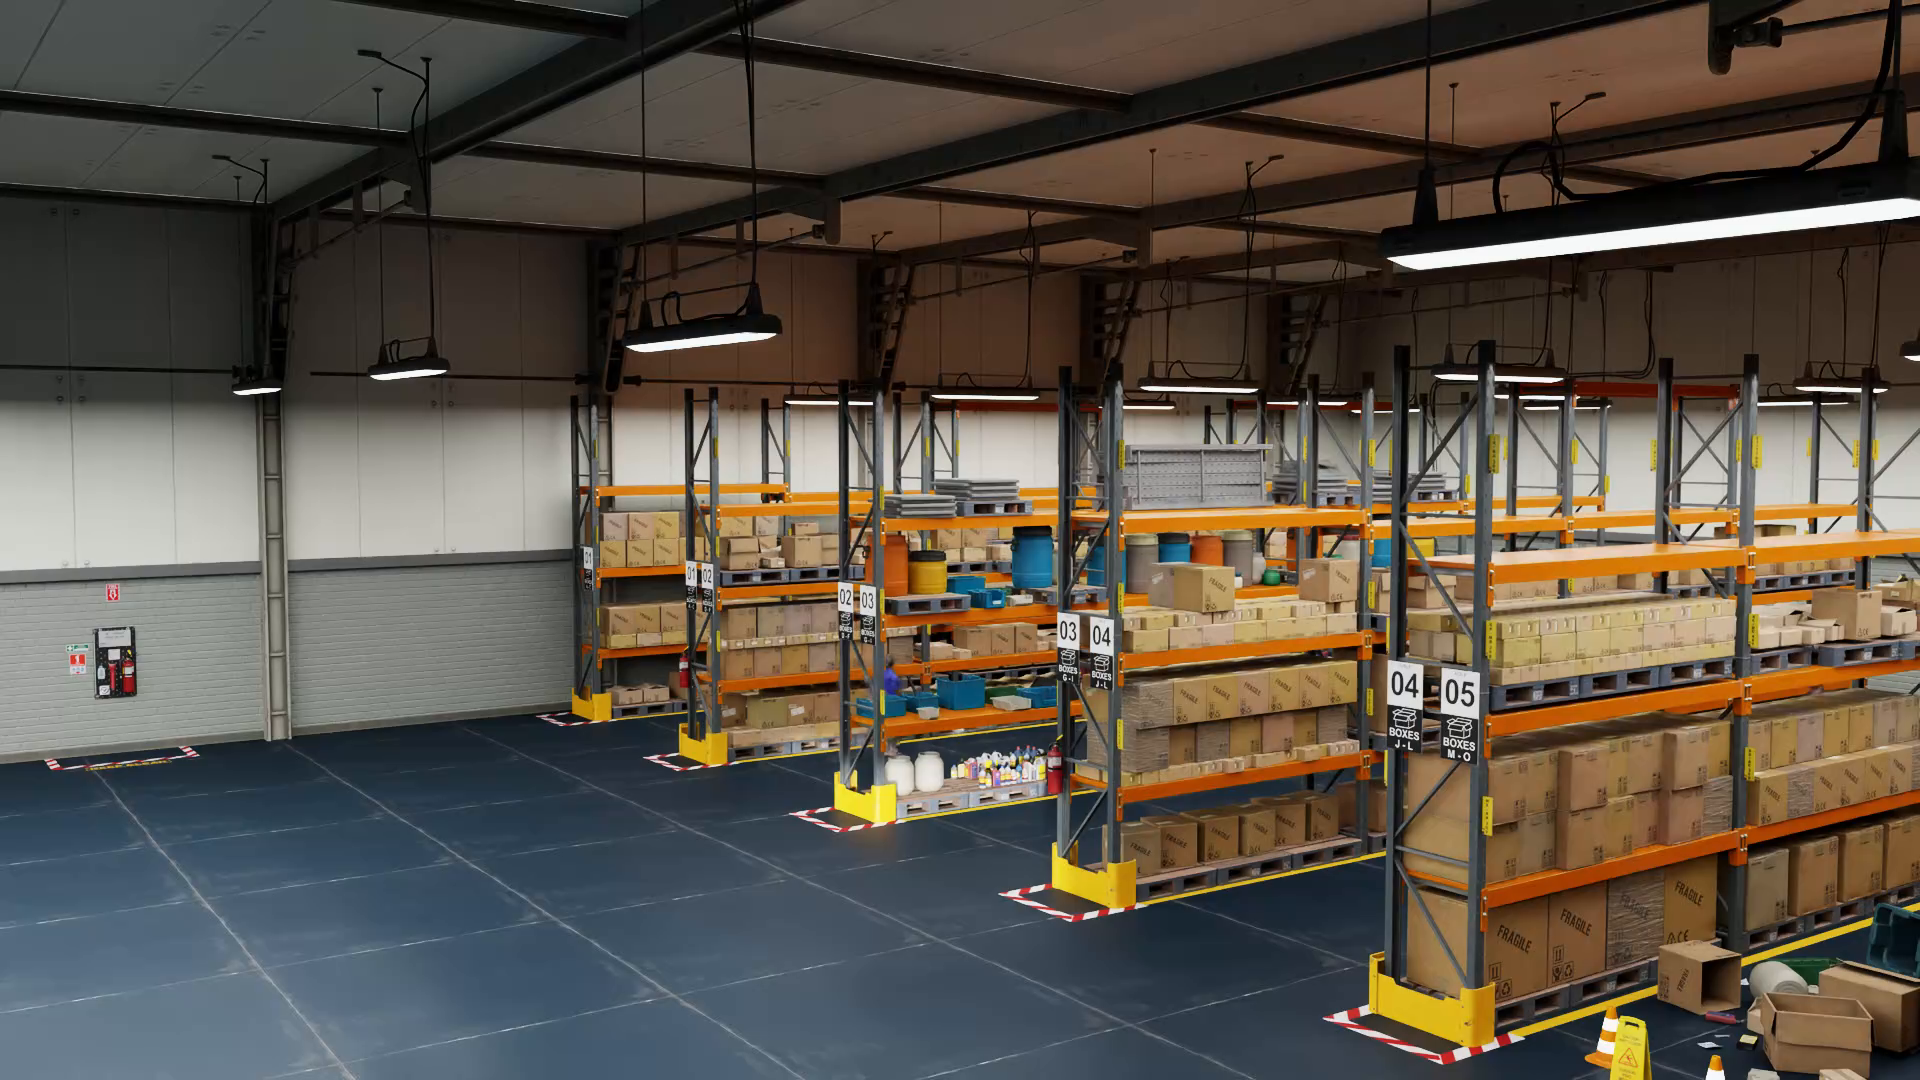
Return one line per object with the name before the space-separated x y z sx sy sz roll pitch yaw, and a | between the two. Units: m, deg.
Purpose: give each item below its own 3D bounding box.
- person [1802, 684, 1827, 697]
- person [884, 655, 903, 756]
person | 12.422 2.812 24.384 0.629 1.783 0.497 -2 4 -26
person | -1.080 2.712 27.102 0.463 1.688 0.437 0 3 -5
